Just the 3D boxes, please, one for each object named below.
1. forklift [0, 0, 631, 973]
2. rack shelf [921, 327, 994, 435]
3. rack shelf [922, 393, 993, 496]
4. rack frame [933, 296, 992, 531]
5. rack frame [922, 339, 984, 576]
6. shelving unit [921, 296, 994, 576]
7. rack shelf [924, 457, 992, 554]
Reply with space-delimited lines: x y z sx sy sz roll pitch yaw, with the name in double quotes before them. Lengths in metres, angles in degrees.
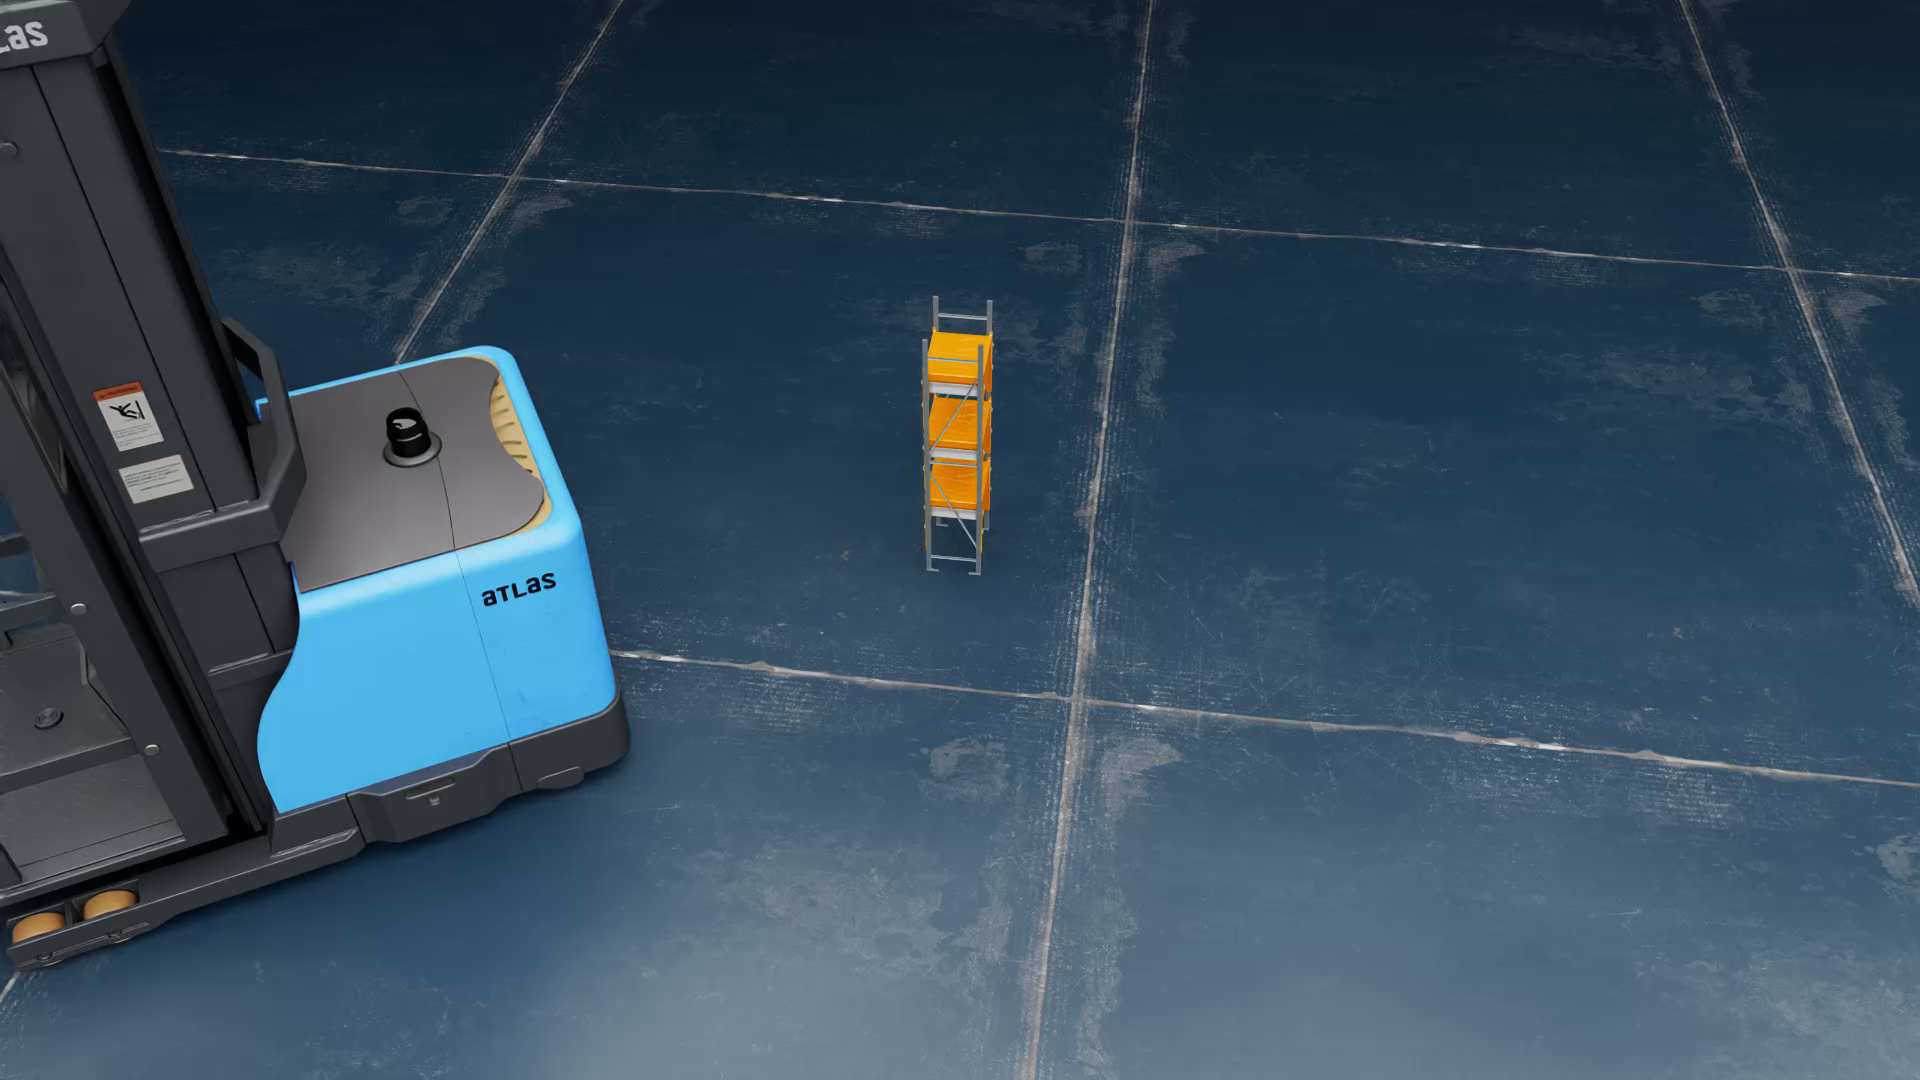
"forklift" -2.643 -0.220 4.351 3.031 2.935 1.130 -17 46 -17
"rack shelf" -0.007 -0.543 5.663 0.215 0.259 0.240 5 44 6
"rack shelf" -0.007 -0.337 5.858 0.215 0.259 0.240 5 44 6
"rack frame" 0.009 -0.428 5.938 0.200 1.050 0.008 5 44 6
"rack frame" -0.023 -0.262 5.763 0.200 1.050 0.008 5 44 6
"shelving unit" -0.007 -0.345 5.851 0.215 1.050 0.252 5 44 6
"rack shelf" -0.007 -0.135 6.049 0.215 0.259 0.240 5 44 6
